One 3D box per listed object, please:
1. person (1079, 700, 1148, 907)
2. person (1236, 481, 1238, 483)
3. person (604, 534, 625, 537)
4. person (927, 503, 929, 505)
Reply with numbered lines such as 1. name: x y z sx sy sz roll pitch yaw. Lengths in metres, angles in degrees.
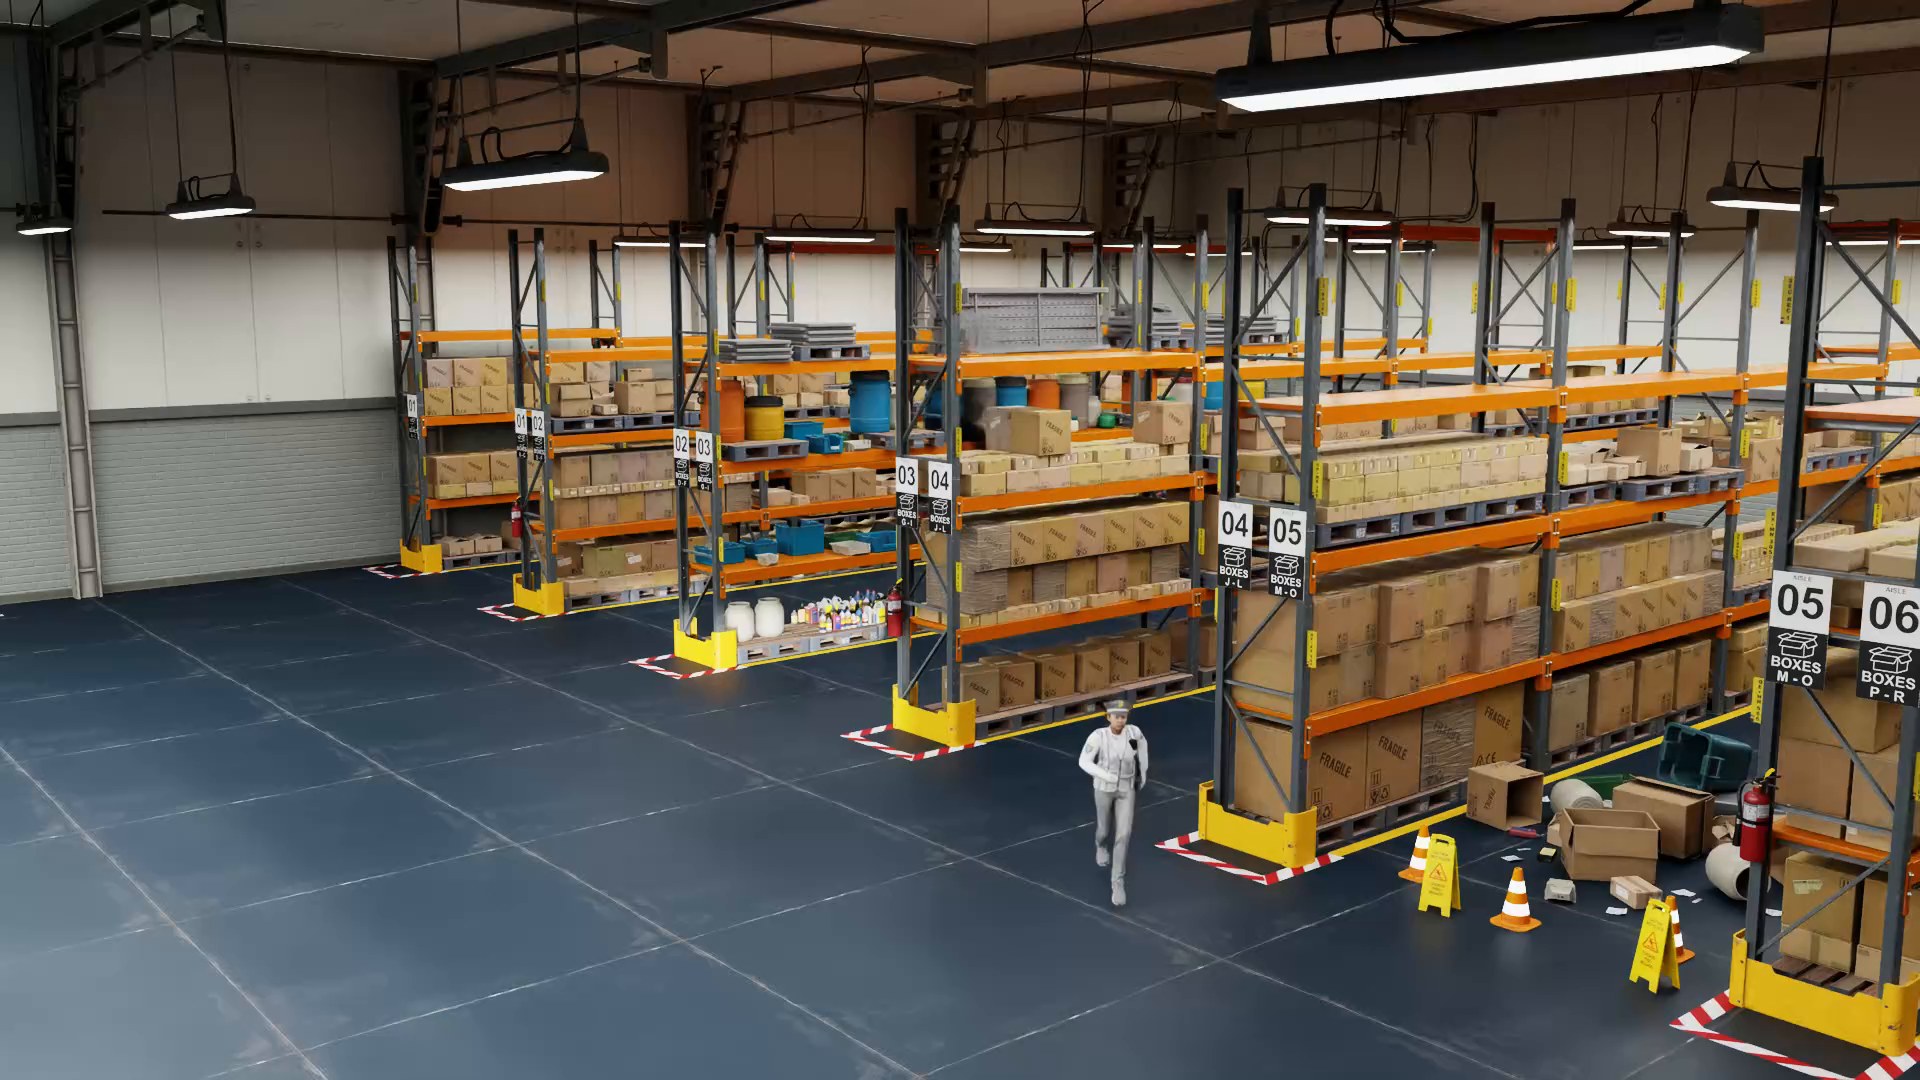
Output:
1. person: 1.321 2.160 14.279 0.635 1.708 0.975 -1 9 -6
2. person: 5.485 -0.929 34.182 0.658 1.735 0.745 8 12 41
3. person: -6.023 -0.184 29.210 1.008 1.803 0.686 -7 11 -37
4. person: -0.428 -1.011 34.853 0.615 1.642 0.913 8 12 41
